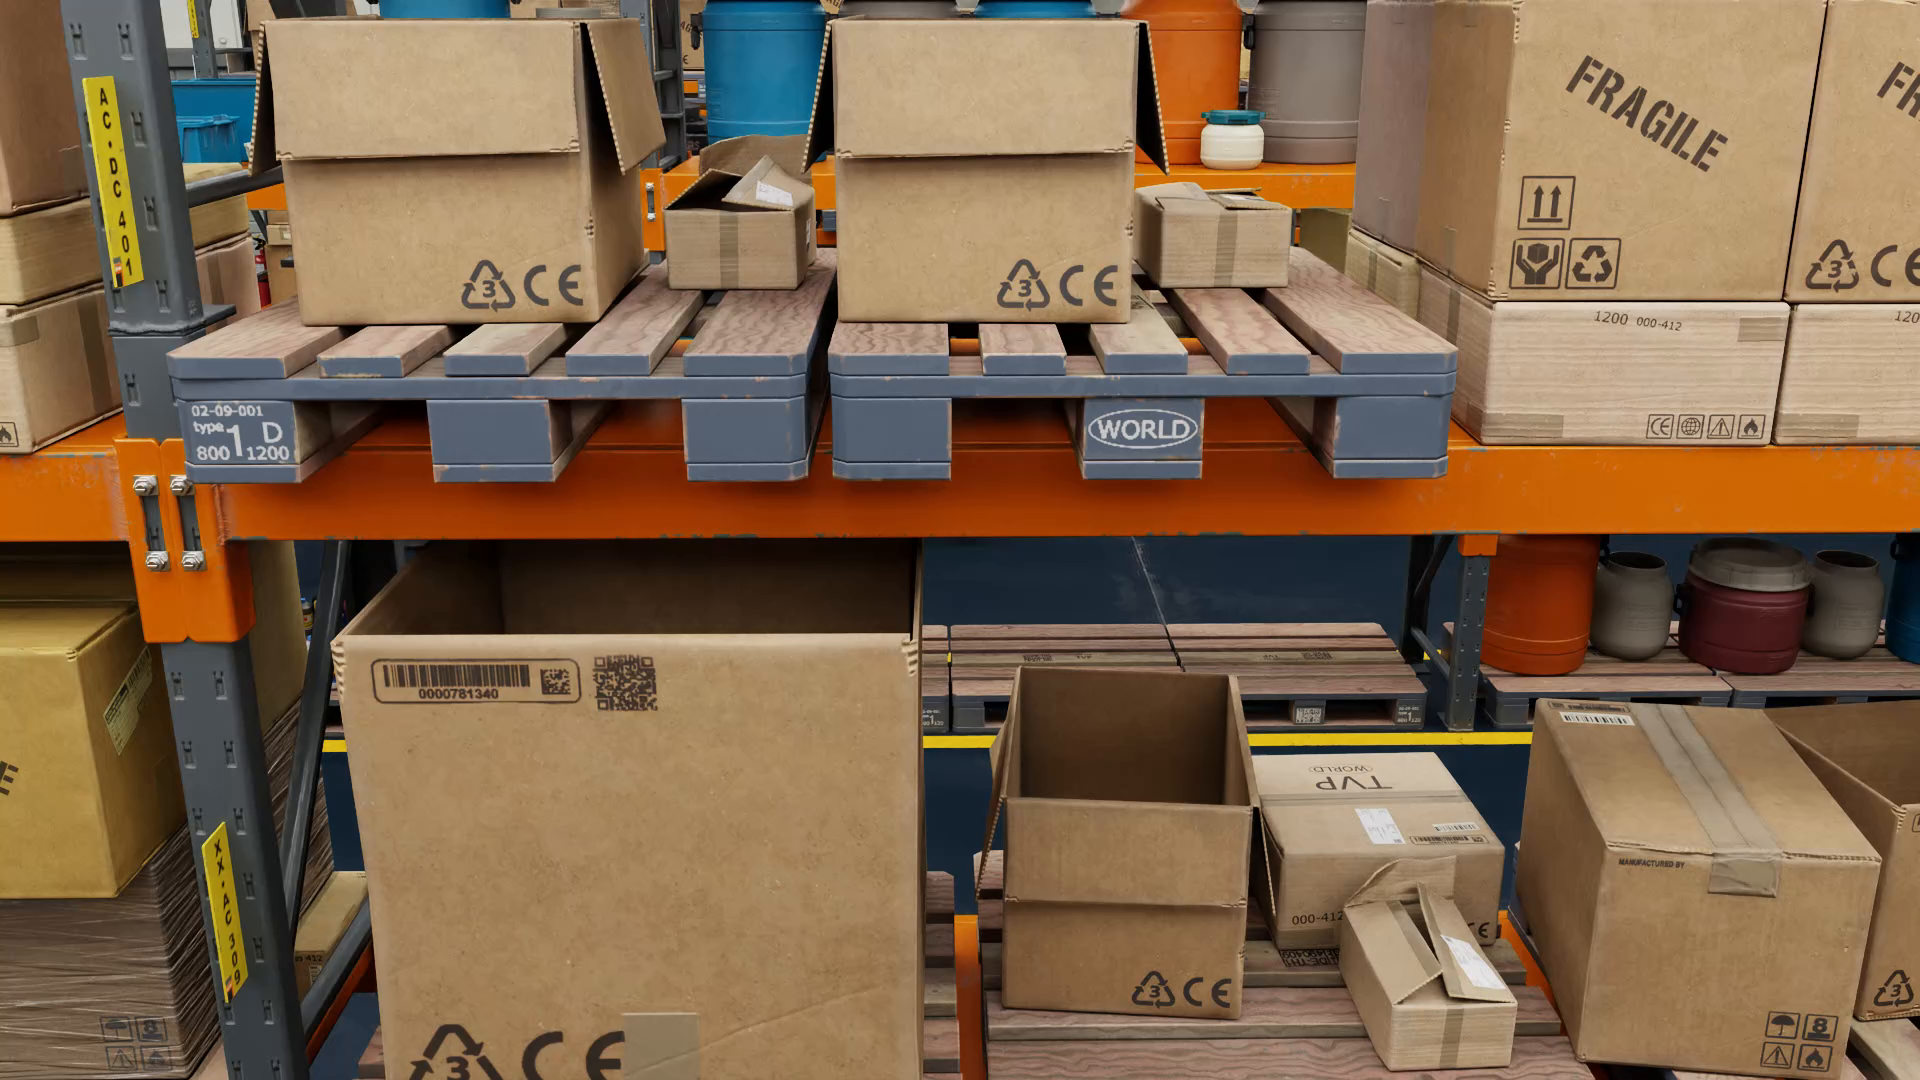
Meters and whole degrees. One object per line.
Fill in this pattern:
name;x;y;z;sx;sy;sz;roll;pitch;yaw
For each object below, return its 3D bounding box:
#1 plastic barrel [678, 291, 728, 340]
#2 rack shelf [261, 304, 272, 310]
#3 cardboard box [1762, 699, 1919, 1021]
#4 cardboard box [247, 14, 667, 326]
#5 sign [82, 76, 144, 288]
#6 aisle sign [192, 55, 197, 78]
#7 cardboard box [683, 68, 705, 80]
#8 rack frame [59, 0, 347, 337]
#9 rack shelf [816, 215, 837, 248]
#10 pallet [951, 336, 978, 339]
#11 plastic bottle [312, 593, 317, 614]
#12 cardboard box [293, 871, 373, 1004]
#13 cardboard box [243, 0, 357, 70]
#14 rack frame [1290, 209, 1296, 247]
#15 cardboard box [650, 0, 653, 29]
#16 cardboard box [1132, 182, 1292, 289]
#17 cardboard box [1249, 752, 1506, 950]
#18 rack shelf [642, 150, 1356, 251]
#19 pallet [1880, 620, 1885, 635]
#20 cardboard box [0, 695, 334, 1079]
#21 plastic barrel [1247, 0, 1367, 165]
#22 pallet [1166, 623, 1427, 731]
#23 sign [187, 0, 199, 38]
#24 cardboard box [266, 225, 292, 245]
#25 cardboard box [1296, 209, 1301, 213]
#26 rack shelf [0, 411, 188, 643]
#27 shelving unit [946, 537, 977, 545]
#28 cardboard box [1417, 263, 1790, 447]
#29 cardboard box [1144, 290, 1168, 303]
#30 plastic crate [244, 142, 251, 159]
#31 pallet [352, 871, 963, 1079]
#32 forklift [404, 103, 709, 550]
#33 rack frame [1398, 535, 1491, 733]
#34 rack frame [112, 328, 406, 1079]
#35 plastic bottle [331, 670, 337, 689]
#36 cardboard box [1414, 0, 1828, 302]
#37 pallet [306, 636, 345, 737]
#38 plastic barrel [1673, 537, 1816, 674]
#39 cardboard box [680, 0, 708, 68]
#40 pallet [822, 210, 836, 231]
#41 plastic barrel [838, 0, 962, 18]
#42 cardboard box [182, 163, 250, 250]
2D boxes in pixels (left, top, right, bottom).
plastic barrel;-1.060;-0.726;8.079;0.708;0.901;0.600;0;18;-1
rack shelf;-3.525;-1.739;13.235;4.000;0.370;1.077;0;18;-1
cardboard box;2.087;0.683;3.658;0.500;0.500;0.500;-2;18;-8
cardboard box;-0.901;-0.715;3.098;0.637;0.503;0.797;-1;18;-4
sign;-1.356;-0.574;2.669;0.005;0.325;0.100;0;18;-1
aisle sign;-5.586;-3.216;12.405;0.004;0.787;0.394;0;18;-1
cardboard box;-2.614;-5.013;17.156;0.500;0.500;0.500;-2;18;-6
rack frame;-1.373;-1.922;2.807;0.127;3.000;1.000;0;18;-1
rack shelf;0.392;-3.271;18.011;4.000;0.370;1.077;0;18;-1
pallet;0.394;-2.287;18.331;1.213;0.211;1.003;0;18;-1
plastic bottle;-3.504;0.376;9.190;0.133;0.283;0.061;0;18;0
cardboard box;-1.592;0.964;4.045;0.250;0.149;0.380;0;18;-1
cardboard box;-4.950;-3.817;12.540;0.637;0.503;0.797;1;18;3
rack frame;2.474;-2.110;13.215;0.127;3.000;1.000;0;18;-1
cardboard box;-3.174;-5.469;16.940;0.500;0.500;0.500;-1;18;-3
cardboard box;0.500;-0.622;3.360;0.250;0.166;0.380;-1;18;-2
cardboard box;0.947;0.725;3.936;0.500;0.250;0.500;-1;18;-2
rack shelf;0.549;-1.673;8.120;4.000;0.370;1.077;0;18;-1
pallet;5.776;0.702;9.013;1.213;0.211;1.003;0;18;-1
cardboard box;-1.824;0.729;3.714;0.500;0.500;0.875;0;18;-1
plastic barrel;1.724;-2.327;8.158;0.600;0.901;0.600;0;18;0
pallet;1.773;0.722;8.950;1.213;0.211;1.003;0;18;-1
sign;-5.522;-3.784;11.962;0.005;0.325;0.100;0;18;-1
cardboard box;-5.129;-2.364;12.781;0.250;0.149;0.380;0;18;-1
cardboard box;3.406;-3.746;17.630;0.500;0.500;0.500;0;18;1
rack shelf;-3.372;-0.141;3.345;4.000;0.370;1.077;0;18;-1
shelving unit;0.008;-0.429;11.410;0.210;0.900;0.258;0;18;-1
cardboard box;1.157;-0.356;3.082;0.500;0.250;0.500;0;18;1
cardboard box;1.579;-1.902;12.977;0.250;0.149;0.380;0;18;-1
plastic crate;-3.049;-1.750;7.612;0.396;0.136;0.243;0;18;-1
pallet;-0.606;1.067;3.625;1.213;0.211;1.003;0;18;-1
forklift;-2.215;-1.303;10.811;3.031;2.935;1.130;-2;18;-7
rack frame;2.549;-0.597;8.499;0.127;3.000;1.000;0;18;-1
rack frame;-1.373;0.935;3.723;0.127;3.000;1.000;0;18;-1
plastic bottle;-3.190;0.615;8.465;0.097;0.271;0.097;0;18;0
cardboard box;1.146;-0.716;2.977;0.500;0.500;0.500;0;18;0
pallet;-3.346;0.747;8.873;1.213;0.211;1.003;0;18;-1
plastic barrel;4.167;0.338;8.844;0.708;0.588;0.600;0;18;-1
cardboard box;-2.033;-3.911;12.839;0.500;0.500;0.500;1;18;4
pallet;-0.841;-3.472;17.773;1.213;0.211;1.003;0;18;-1
plastic barrel;-0.292;-2.317;8.128;0.600;0.901;0.600;0;18;0
cardboard box;-1.703;-0.705;3.515;0.250;0.149;0.380;-1;18;-2
